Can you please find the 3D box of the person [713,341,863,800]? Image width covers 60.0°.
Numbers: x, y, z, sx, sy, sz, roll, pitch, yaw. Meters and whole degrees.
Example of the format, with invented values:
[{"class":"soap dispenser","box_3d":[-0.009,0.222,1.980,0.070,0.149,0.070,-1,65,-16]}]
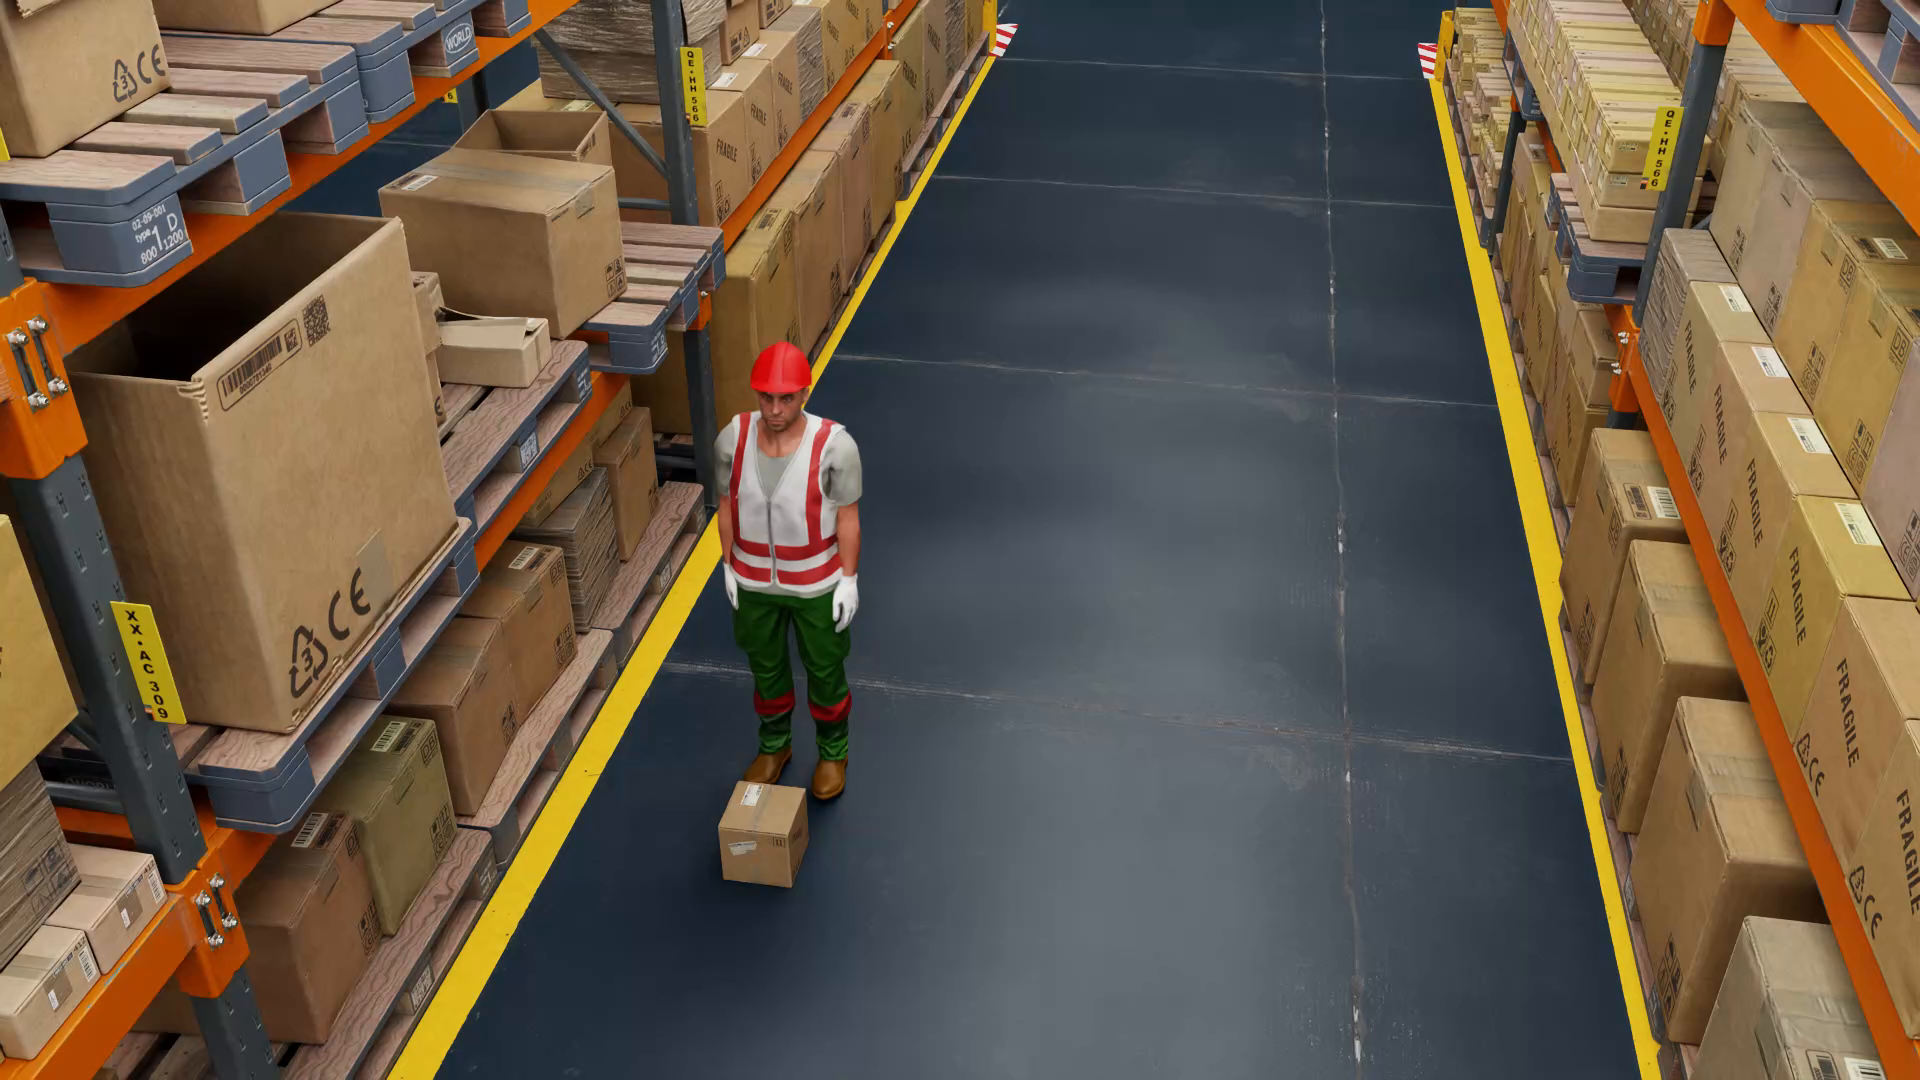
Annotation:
[{"class":"person","box_3d":[-0.602,0.133,5.894,0.523,1.792,0.339,6,33,9]}]
